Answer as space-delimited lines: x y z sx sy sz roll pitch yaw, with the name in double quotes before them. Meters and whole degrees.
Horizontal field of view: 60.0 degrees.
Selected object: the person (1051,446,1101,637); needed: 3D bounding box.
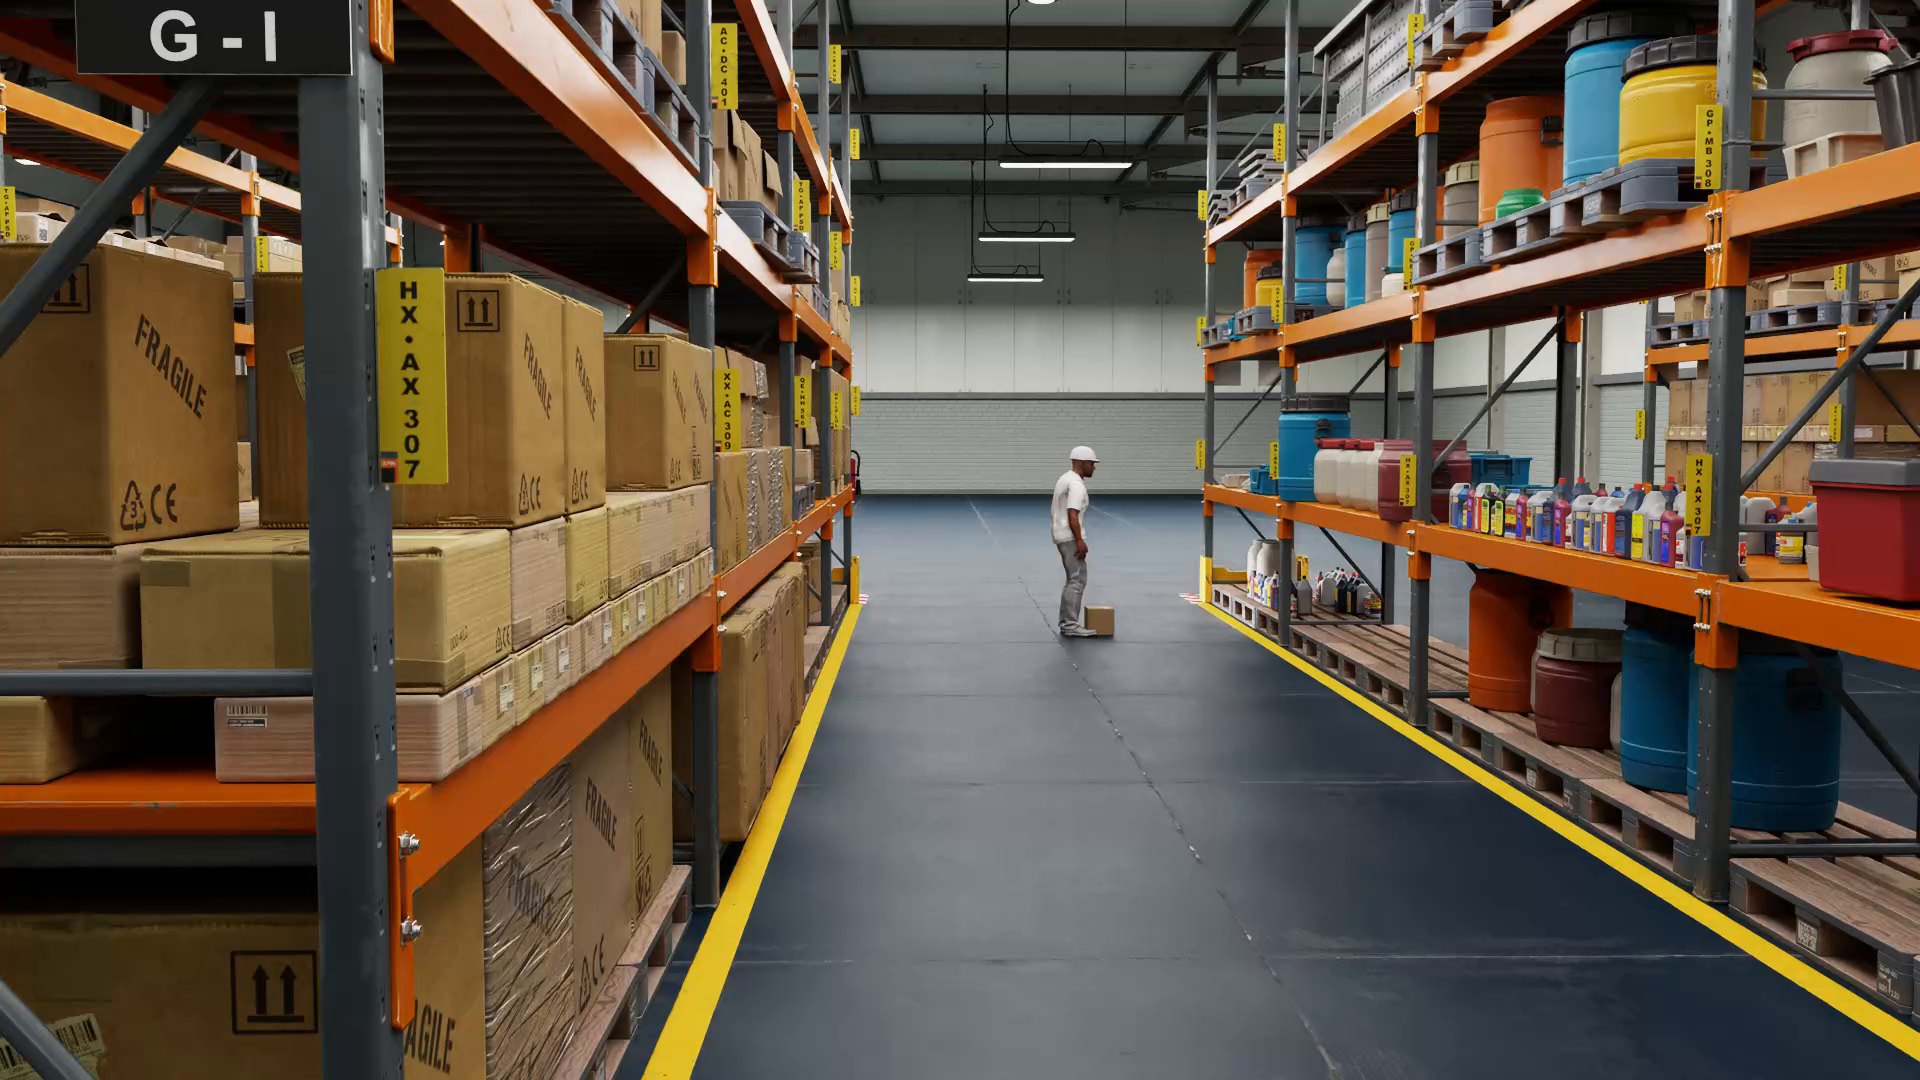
"person" 1.085 0.004 15.540 0.462 1.761 0.629 0 4 -2
